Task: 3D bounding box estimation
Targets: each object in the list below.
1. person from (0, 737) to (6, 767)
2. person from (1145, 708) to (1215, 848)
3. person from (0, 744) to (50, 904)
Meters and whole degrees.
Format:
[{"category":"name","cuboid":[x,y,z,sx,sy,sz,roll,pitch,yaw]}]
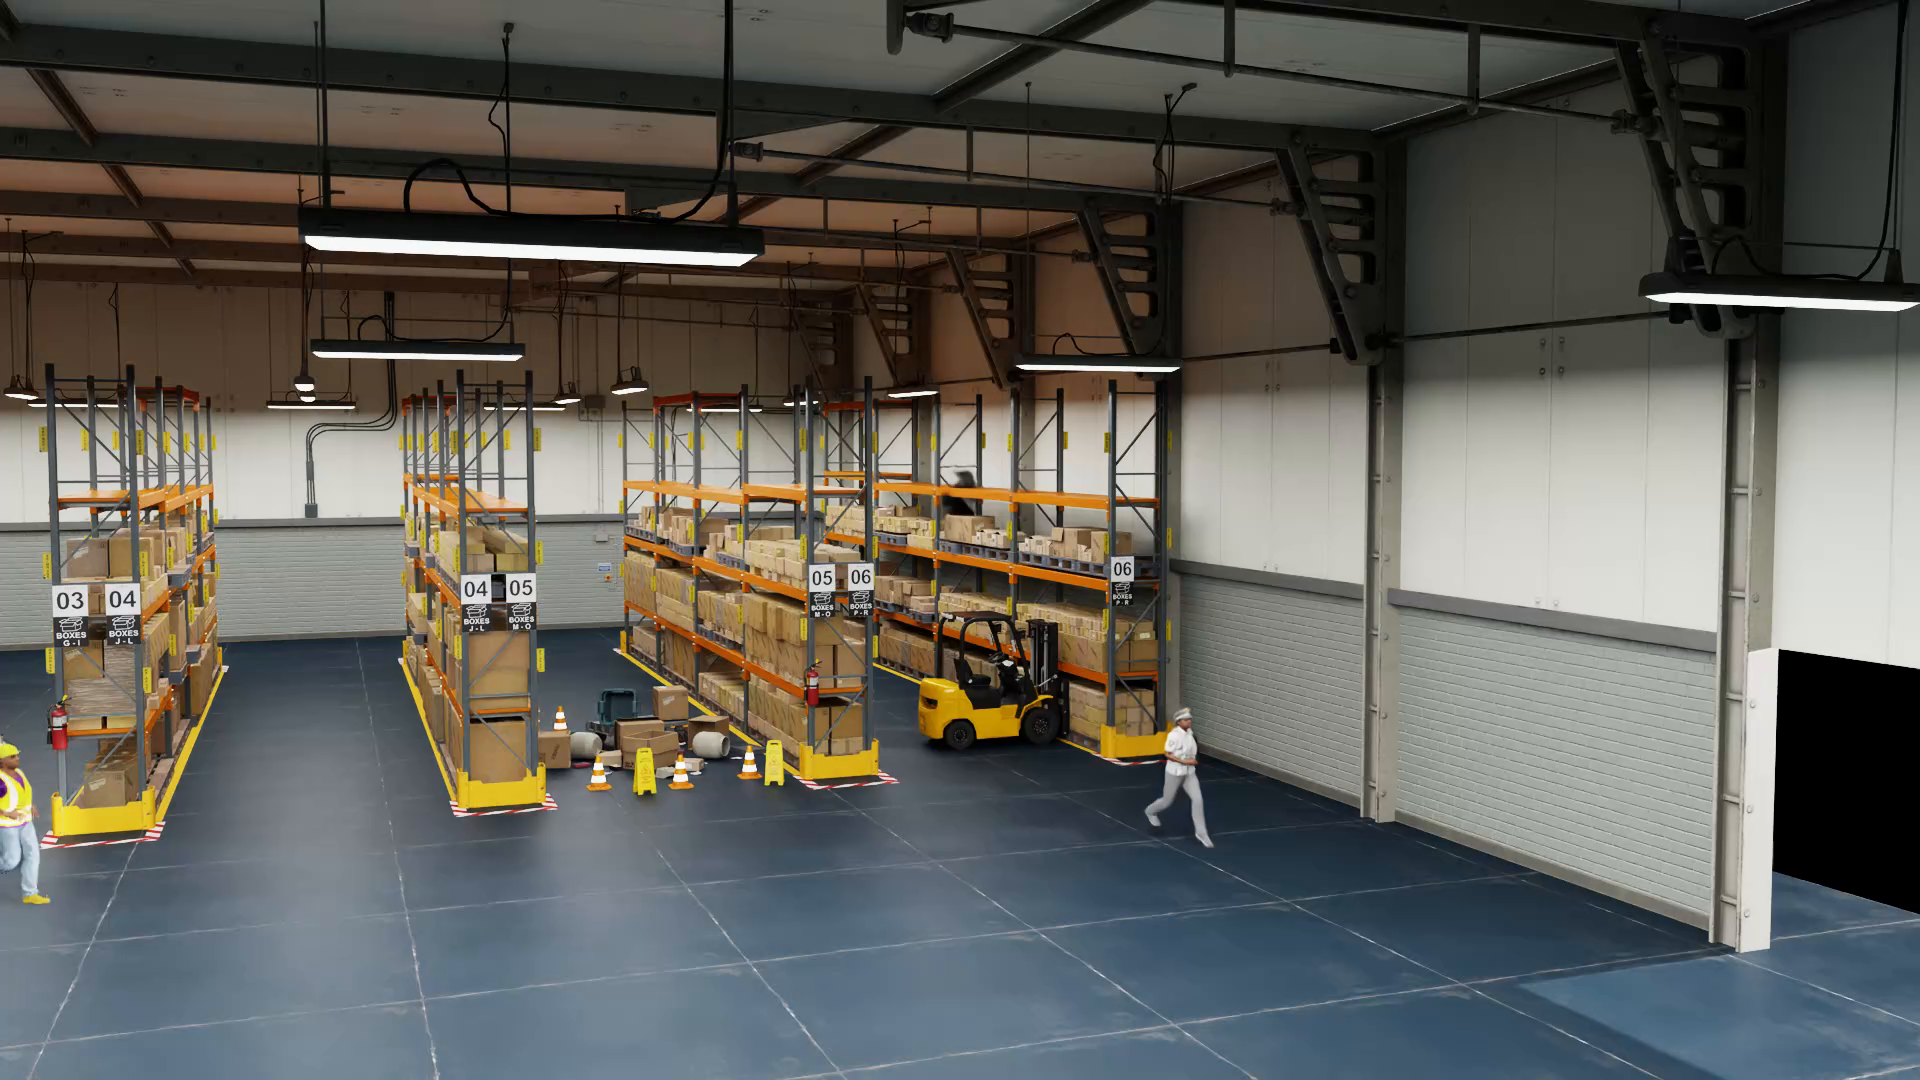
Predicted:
[{"category":"person","cuboid":[-12.023,2.971,20.527,0.666,1.714,0.631,3,5,45]},{"category":"person","cuboid":[2.733,2.946,20.877,0.543,1.720,1.078,-2,4,-35]},{"category":"person","cuboid":[-10.294,3.076,18.007,0.877,1.745,0.707,0,3,6]}]
